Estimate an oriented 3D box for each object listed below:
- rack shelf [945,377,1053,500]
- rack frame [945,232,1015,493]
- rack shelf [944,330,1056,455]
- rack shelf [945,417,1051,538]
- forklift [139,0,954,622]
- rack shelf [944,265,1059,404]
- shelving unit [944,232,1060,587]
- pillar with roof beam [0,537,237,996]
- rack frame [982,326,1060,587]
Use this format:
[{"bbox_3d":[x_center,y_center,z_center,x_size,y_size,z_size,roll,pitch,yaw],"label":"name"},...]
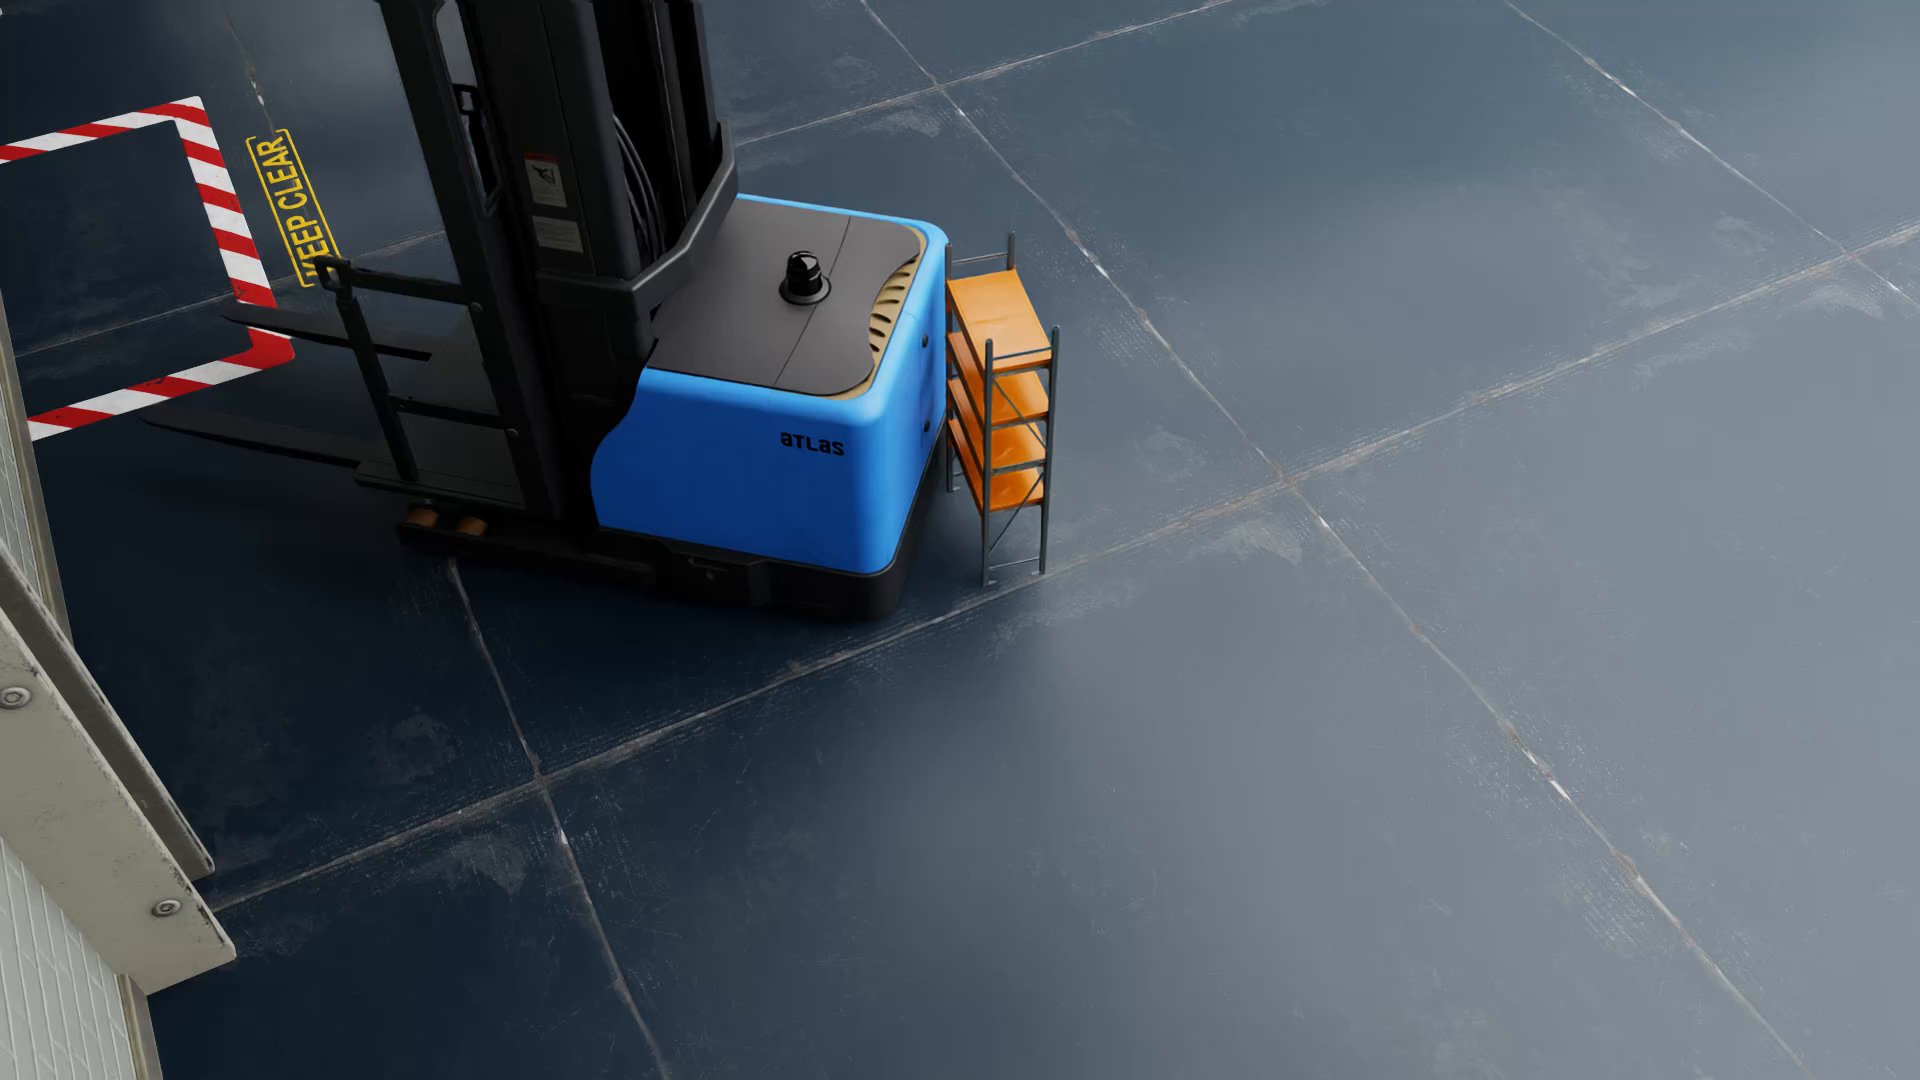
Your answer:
[{"bbox_3d":[0.132,-0.385,5.879,0.258,0.148,0.480,-12,50,-10],"label":"rack shelf"},{"bbox_3d":[0.067,-0.607,5.984,0.240,1.200,0.015,-12,50,-10],"label":"rack frame"},{"bbox_3d":[0.133,-0.533,5.711,0.258,0.148,0.480,-12,50,-10],"label":"rack shelf"},{"bbox_3d":[0.132,-0.255,6.029,0.258,0.148,0.480,-12,50,-10],"label":"rack shelf"},{"bbox_3d":[-1.598,-1.266,5.410,3.031,2.935,1.130,10,50,9],"label":"forklift"},{"bbox_3d":[0.133,-0.688,5.533,0.258,0.148,0.480,-12,50,-10],"label":"rack shelf"},{"bbox_3d":[0.132,-0.430,5.829,0.258,1.200,0.503,-12,50,-10],"label":"shelving unit"},{"bbox_3d":[1.372,-3.237,3.103,9.100,9.000,0.400,-21,52,-18],"label":"pillar with roof beam"},{"bbox_3d":[0.198,-0.253,5.674,0.240,1.200,0.015,-12,50,-10],"label":"rack frame"}]
